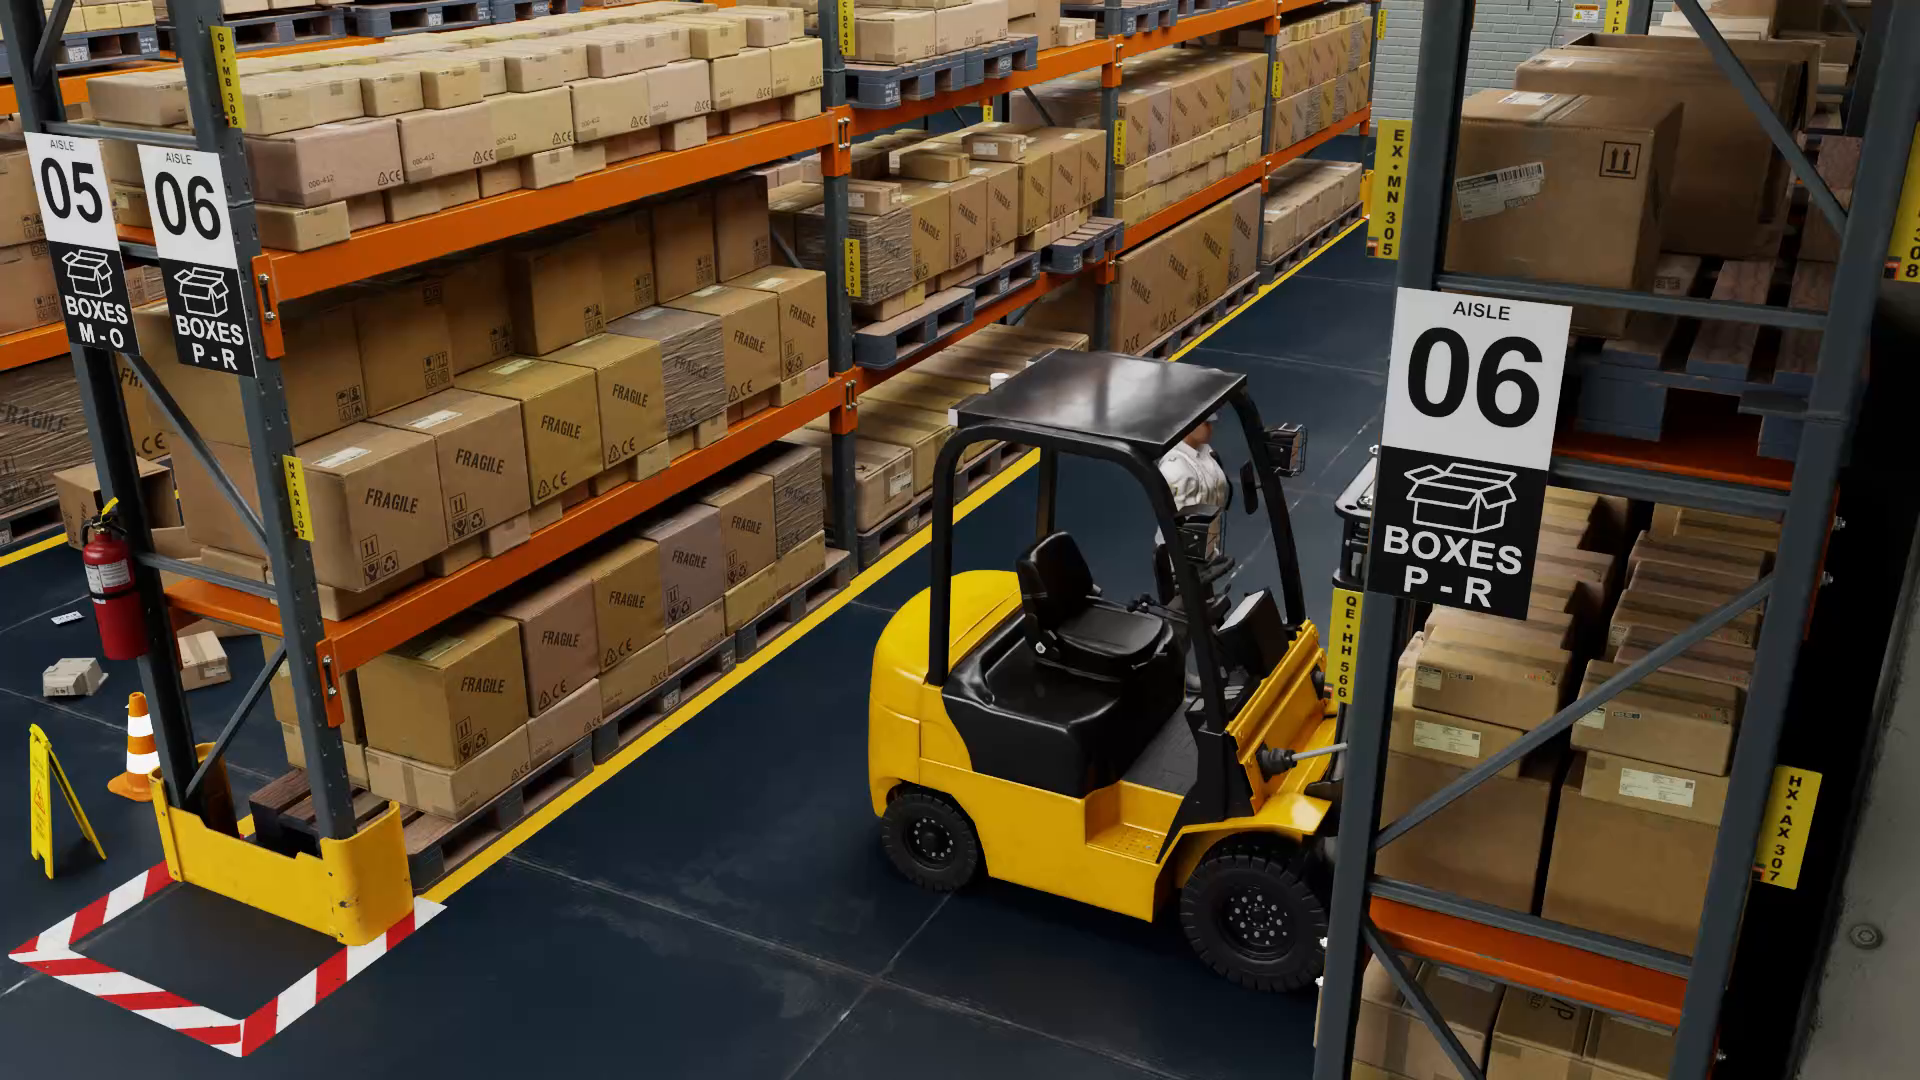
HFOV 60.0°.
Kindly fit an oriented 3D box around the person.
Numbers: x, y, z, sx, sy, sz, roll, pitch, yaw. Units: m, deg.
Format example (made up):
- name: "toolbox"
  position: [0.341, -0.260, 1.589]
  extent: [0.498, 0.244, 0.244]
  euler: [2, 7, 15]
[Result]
- name: "person"
  position: [1.164, 0.050, 8.454]
  extent: [0.344, 1.684, 0.467]
  euler: [12, 26, 26]
